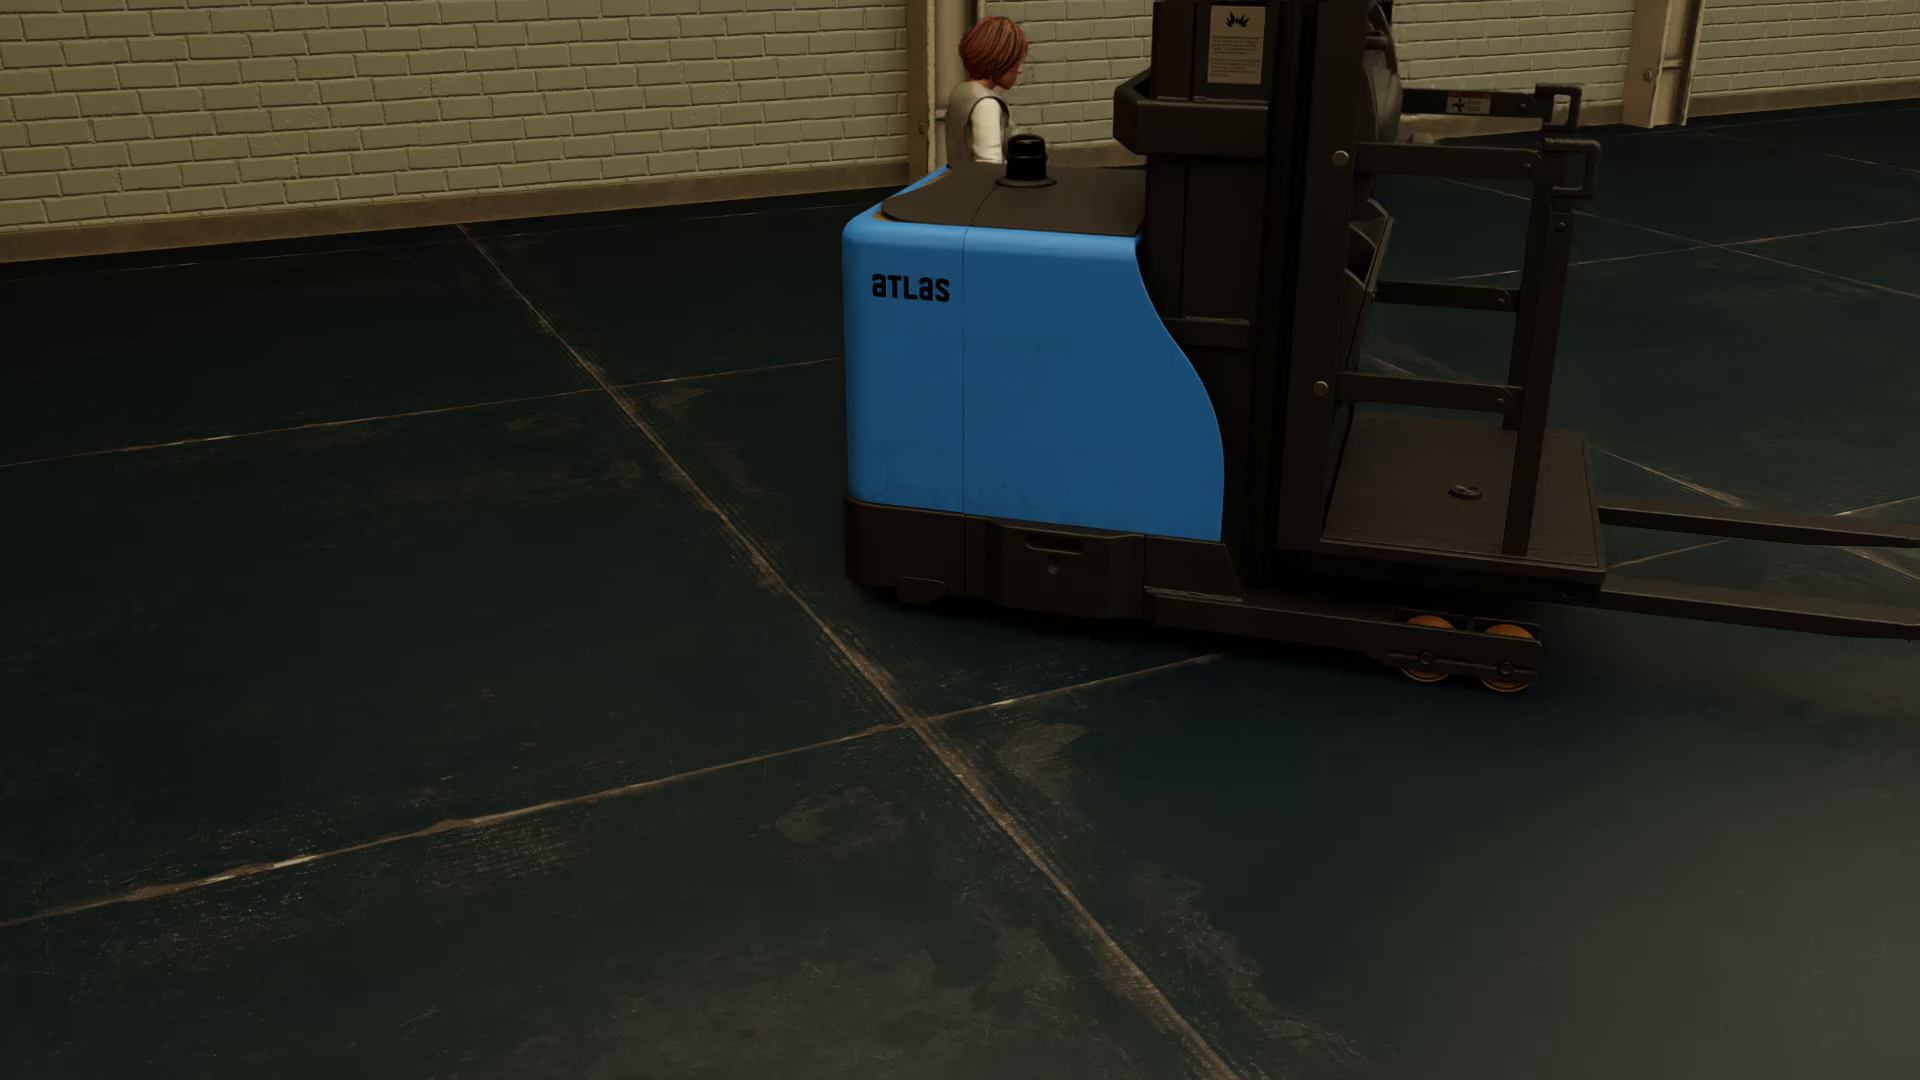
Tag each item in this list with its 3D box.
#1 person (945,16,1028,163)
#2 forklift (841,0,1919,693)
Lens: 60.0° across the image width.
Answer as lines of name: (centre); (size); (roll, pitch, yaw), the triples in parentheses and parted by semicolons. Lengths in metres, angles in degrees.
person: (0.121, -1.056, 5.807); (0.652, 1.488, 0.821); (-4, 23, -9)
forklift: (1.251, -1.198, 4.170); (3.031, 2.935, 1.130); (7, 23, 15)
